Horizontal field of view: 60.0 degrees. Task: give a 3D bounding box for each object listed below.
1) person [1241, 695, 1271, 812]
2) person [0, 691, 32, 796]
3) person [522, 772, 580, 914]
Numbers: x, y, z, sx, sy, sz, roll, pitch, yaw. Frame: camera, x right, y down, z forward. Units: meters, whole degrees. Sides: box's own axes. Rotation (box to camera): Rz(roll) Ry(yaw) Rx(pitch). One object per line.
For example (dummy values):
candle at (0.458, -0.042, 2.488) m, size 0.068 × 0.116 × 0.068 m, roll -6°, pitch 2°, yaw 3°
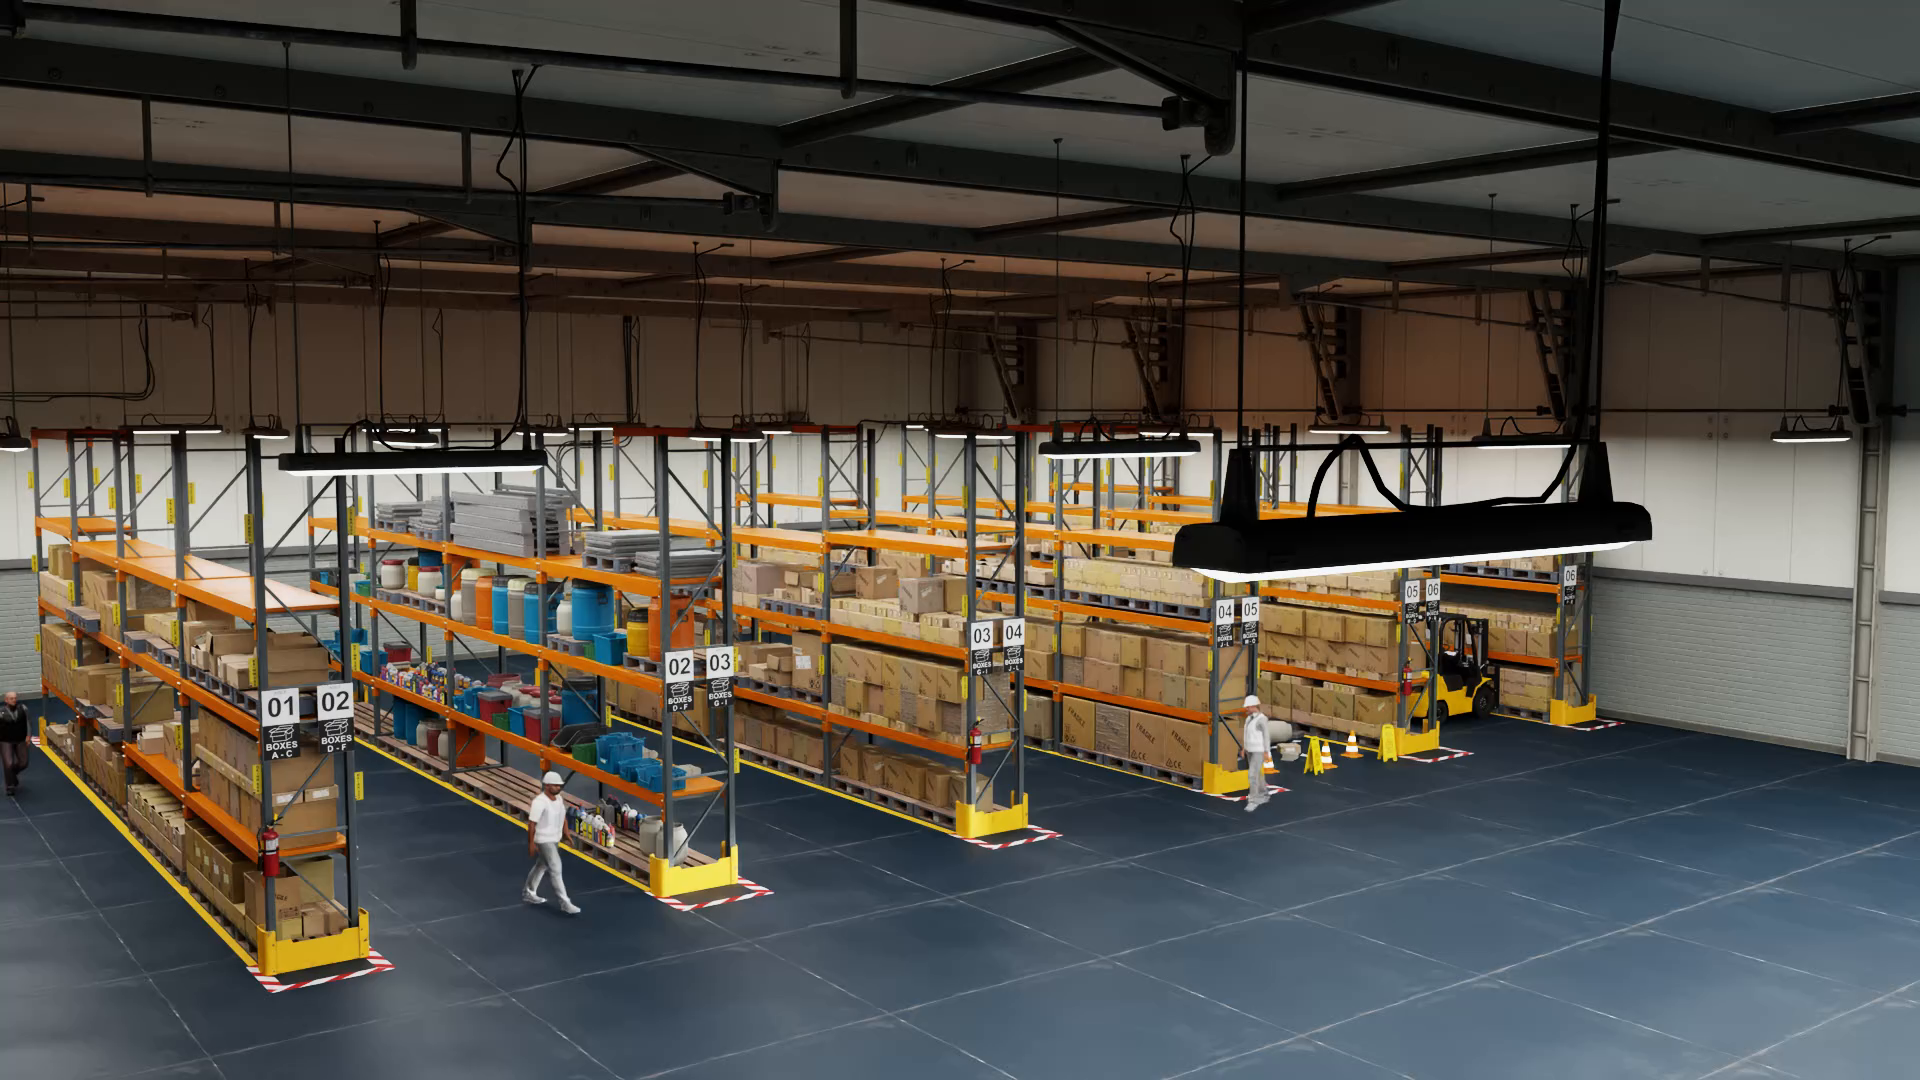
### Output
person at (4.708, 3.374, 26.512) m, size 0.611 × 1.782 × 0.639 m, roll -1°, pitch 5°, yaw -15°
person at (-15.701, 3.332, 27.495) m, size 0.638 × 1.704 × 0.624 m, roll 4°, pitch 6°, yaw 42°
person at (-5.158, 3.788, 21.060) m, size 0.950 × 1.718 × 0.593 m, roll 1°, pitch 5°, yaw 13°
